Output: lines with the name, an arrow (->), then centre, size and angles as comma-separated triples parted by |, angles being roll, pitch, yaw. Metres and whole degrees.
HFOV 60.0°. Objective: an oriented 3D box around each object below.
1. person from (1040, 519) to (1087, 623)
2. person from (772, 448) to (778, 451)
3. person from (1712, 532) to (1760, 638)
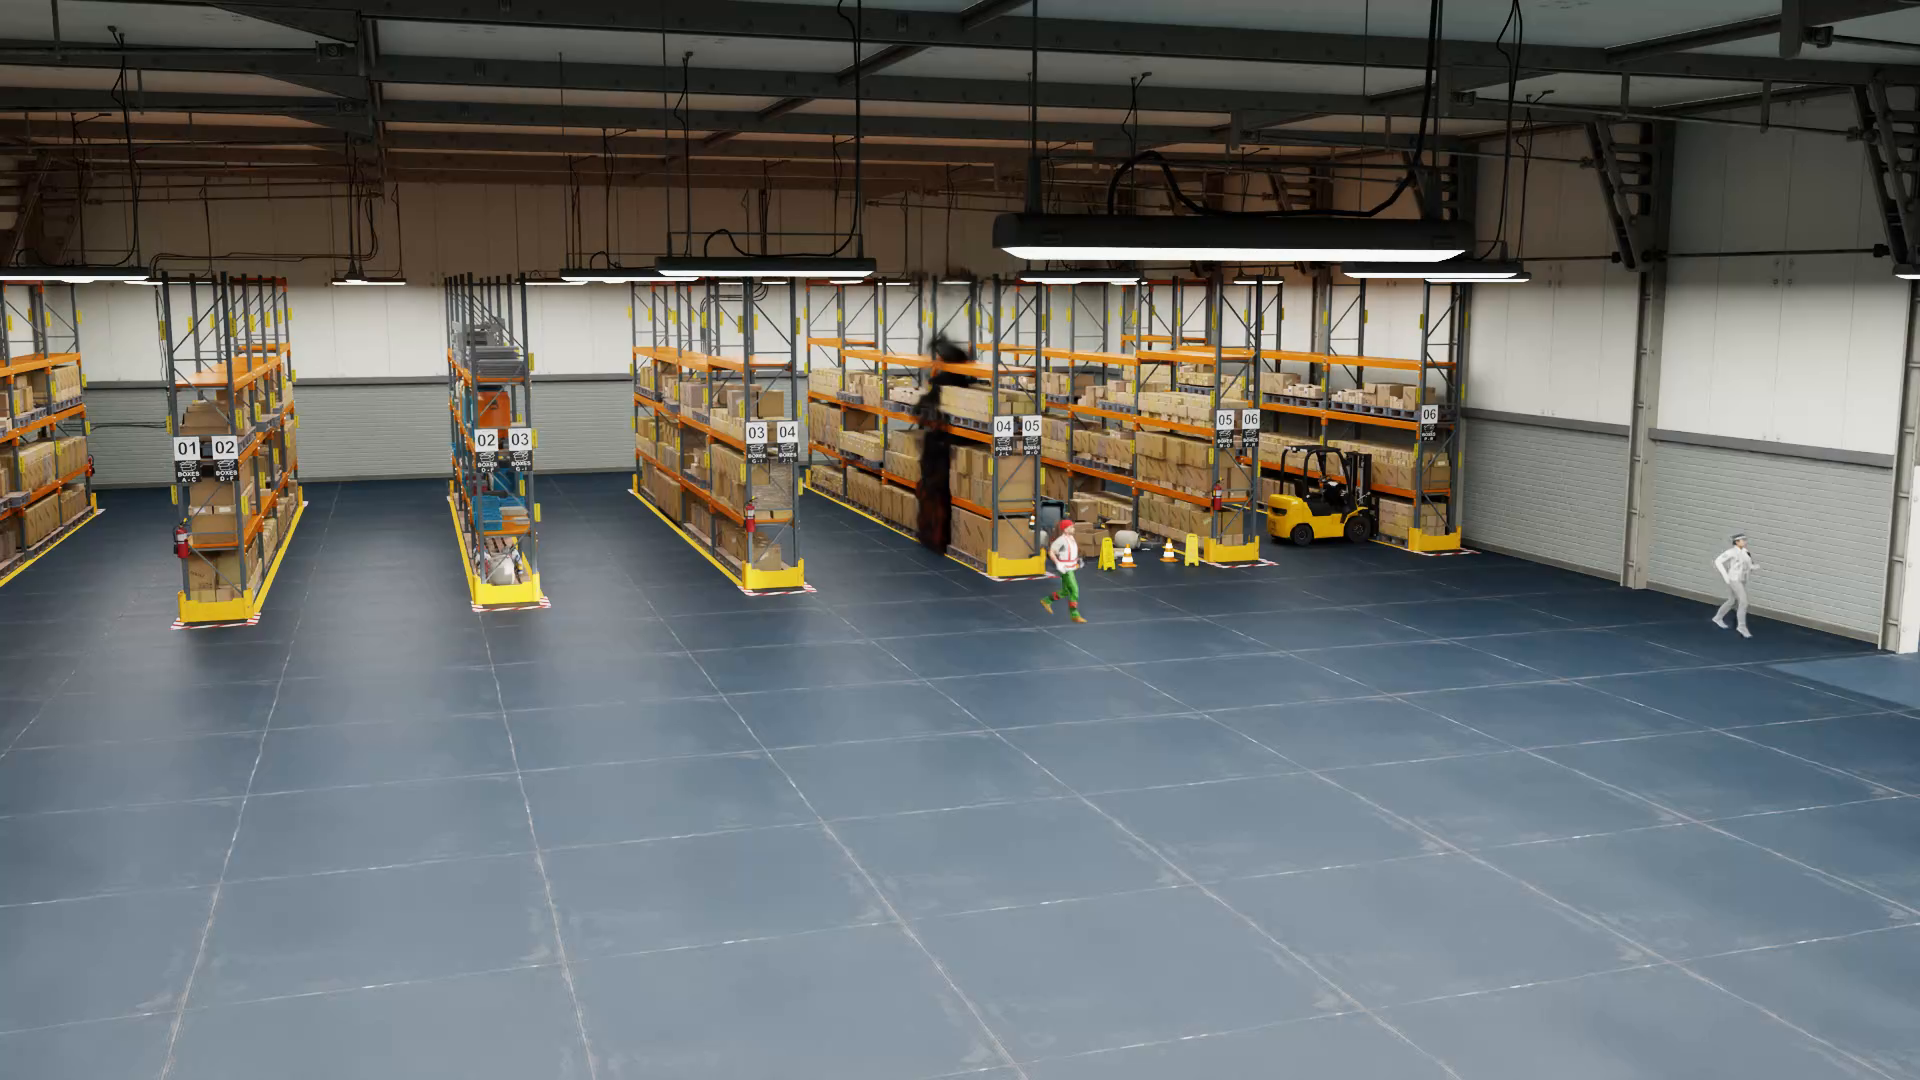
person -> 1.796, 0.521, 28.824 | 0.893, 1.786, 0.668 | 4, 9, 23
person -> -5.172, -2.151, 46.638 | 0.716, 1.723, 0.643 | -1, 9, -8
person -> 12.929, 0.720, 27.682 | 0.589, 1.747, 0.759 | -6, 11, -36
